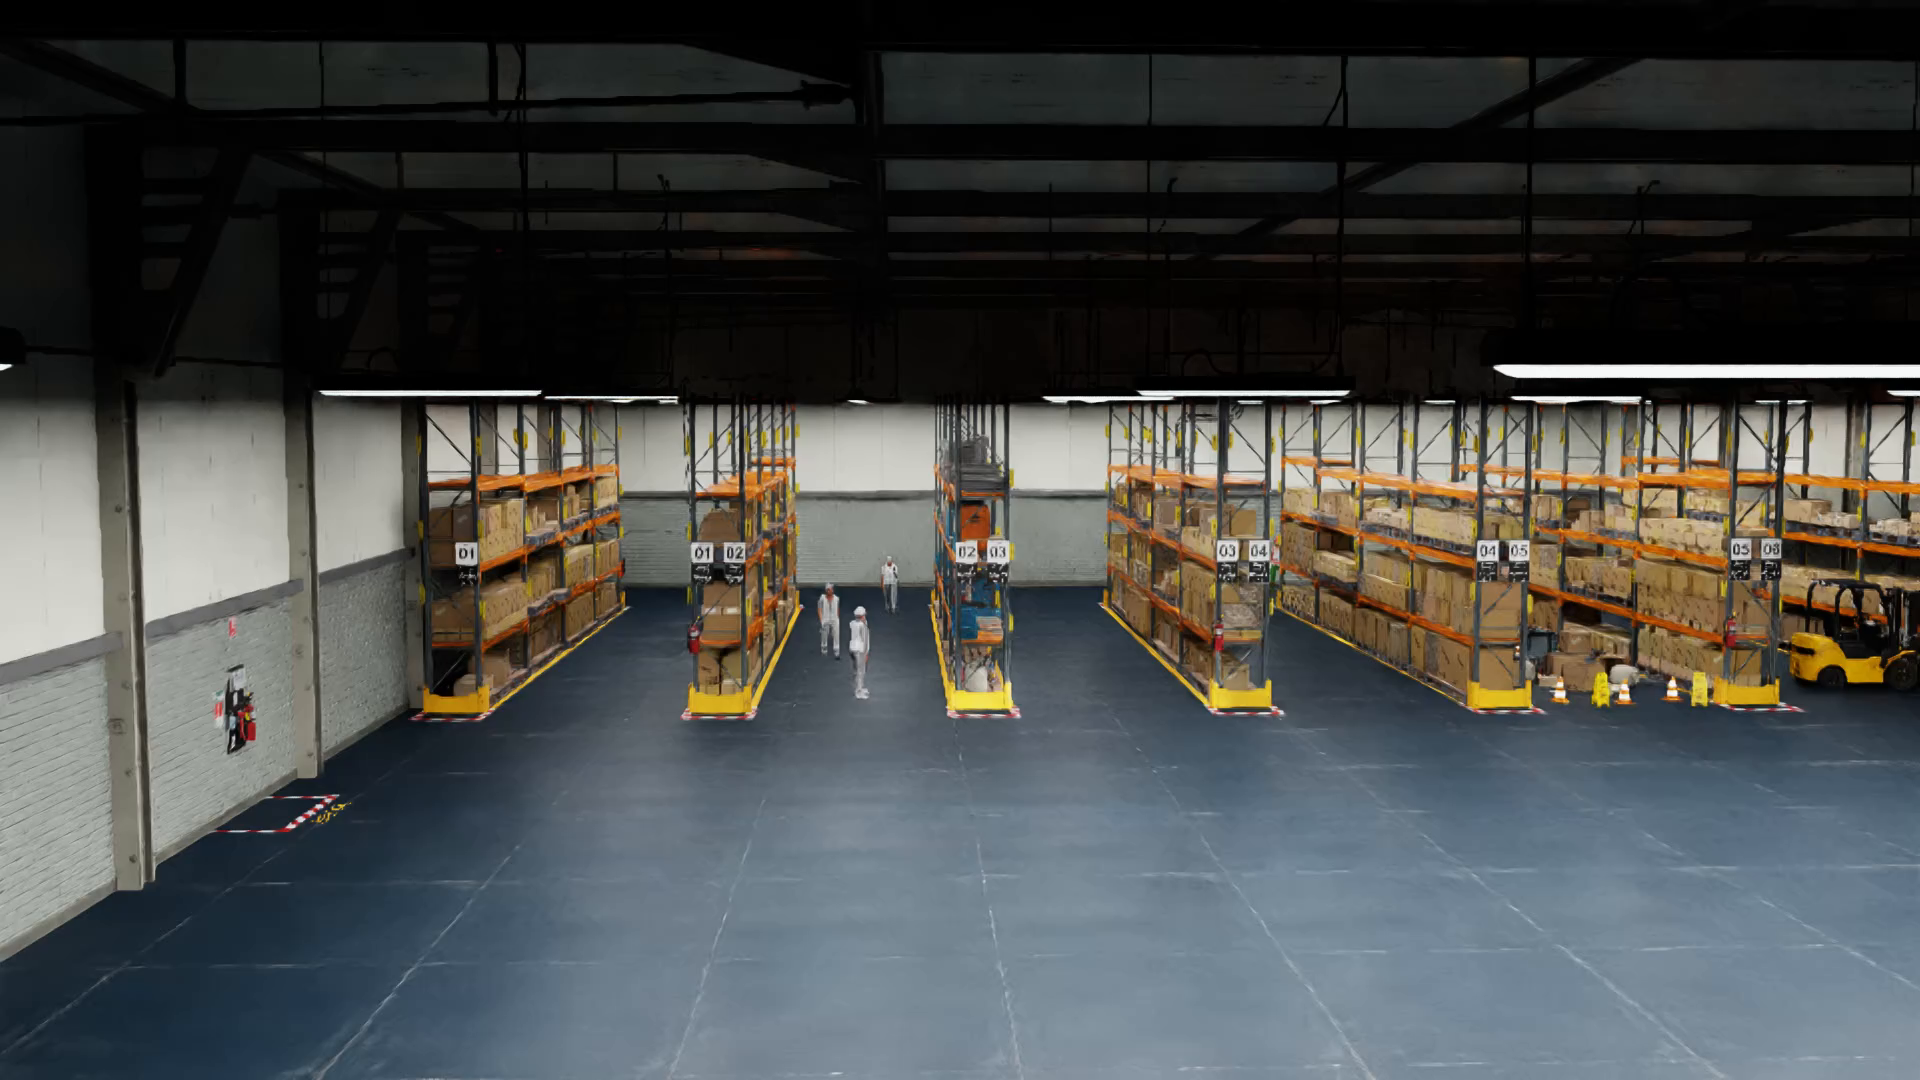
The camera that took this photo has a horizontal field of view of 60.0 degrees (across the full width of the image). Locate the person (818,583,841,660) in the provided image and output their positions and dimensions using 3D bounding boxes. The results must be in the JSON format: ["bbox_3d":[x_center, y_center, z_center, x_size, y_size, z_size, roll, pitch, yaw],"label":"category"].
[{"bbox_3d":[-2.962,1.831,37.671,0.528,1.727,1.030,-1,5,-10],"label":"person"}]

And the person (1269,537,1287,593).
[{"bbox_3d":[9.801,0.763,51.242,0.592,1.740,0.988,2,5,19],"label":"person"}]

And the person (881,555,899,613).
[{"bbox_3d":[-1.962,1.201,46.337,0.497,1.565,1.090,0,5,0],"label":"person"}]

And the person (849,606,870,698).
[{"bbox_3d":[-1.937,2.191,32.820,0.463,1.783,0.594,-3,5,-32],"label":"person"}]
